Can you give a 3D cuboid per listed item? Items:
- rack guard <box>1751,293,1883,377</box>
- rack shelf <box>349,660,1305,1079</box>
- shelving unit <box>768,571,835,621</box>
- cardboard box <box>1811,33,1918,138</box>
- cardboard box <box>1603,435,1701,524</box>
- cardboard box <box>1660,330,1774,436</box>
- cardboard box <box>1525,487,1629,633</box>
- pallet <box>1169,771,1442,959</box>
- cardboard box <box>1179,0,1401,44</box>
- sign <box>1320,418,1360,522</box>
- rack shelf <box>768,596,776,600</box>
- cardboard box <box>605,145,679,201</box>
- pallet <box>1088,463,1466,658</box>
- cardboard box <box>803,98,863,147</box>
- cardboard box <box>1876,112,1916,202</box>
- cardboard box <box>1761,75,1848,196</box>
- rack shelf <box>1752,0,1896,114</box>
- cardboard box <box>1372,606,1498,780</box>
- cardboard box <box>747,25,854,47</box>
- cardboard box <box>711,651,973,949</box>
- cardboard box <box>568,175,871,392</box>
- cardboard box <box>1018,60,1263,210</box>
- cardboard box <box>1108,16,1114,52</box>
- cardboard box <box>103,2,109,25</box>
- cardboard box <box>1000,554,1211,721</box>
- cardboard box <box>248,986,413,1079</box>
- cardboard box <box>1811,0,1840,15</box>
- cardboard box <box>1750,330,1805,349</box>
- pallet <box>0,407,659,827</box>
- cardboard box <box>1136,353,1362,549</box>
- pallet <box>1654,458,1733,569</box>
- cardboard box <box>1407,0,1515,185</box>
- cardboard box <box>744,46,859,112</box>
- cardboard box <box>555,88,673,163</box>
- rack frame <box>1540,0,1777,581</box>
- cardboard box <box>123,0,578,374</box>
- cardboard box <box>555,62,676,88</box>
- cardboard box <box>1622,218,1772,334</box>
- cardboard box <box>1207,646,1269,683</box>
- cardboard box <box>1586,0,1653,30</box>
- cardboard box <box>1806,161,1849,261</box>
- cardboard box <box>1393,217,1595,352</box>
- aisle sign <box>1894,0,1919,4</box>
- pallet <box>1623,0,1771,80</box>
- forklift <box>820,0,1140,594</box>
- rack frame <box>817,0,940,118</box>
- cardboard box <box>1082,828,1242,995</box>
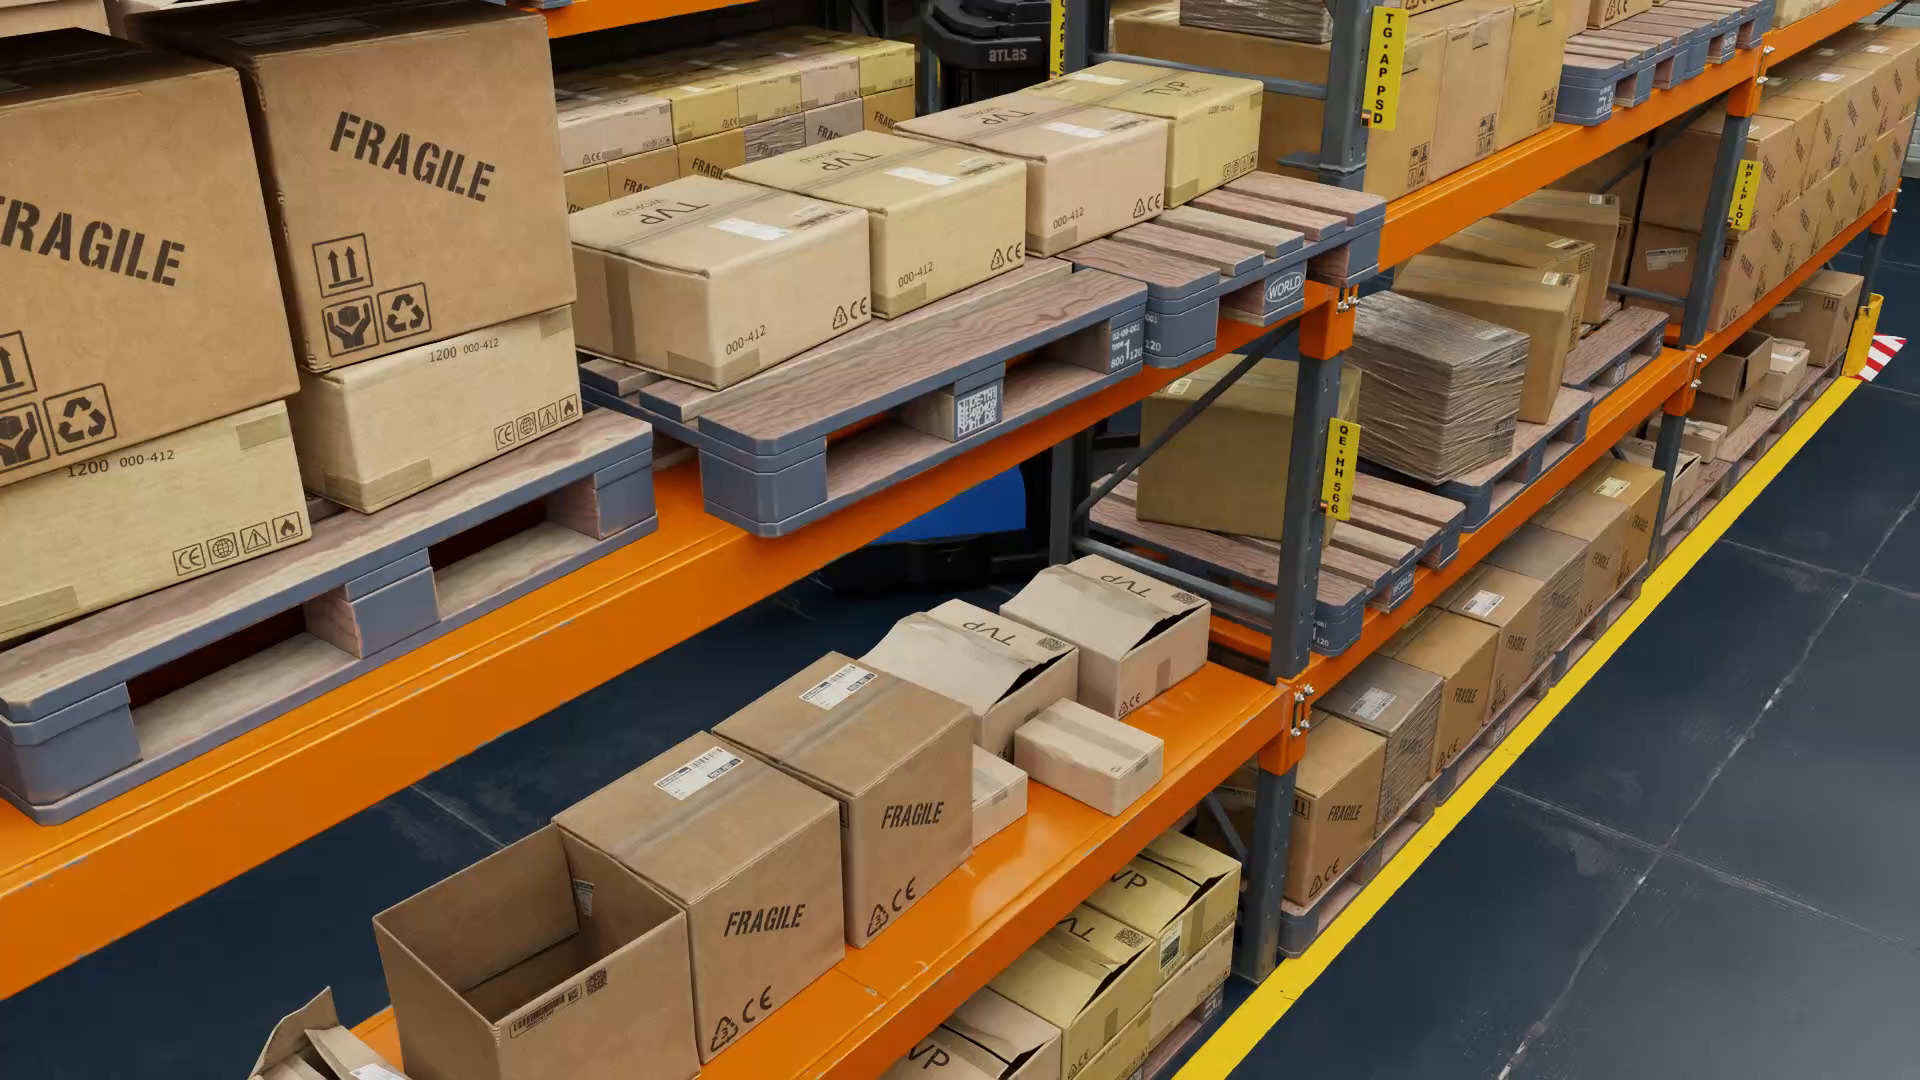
[{"bbox_3d":[5.784,-1.562,11.726,1.175,0.500,0.348,21,34,34],"label":"rack guard"},{"bbox_3d":[-0.528,1.166,4.515,1.077,0.370,4.000,21,34,34],"label":"rack shelf"},{"bbox_3d":[-1.151,0.038,8.173,1.200,0.189,0.258,31,7,-36],"label":"shelving unit"},{"bbox_3d":[5.441,-2.770,10.143,0.500,0.500,0.500,22,34,36],"label":"cardboard box"},{"bbox_3d":[3.722,-0.368,9.144,0.500,0.311,0.500,21,34,34],"label":"cardboard box"},{"bbox_3d":[4.480,-1.035,10.225,0.797,0.503,0.637,21,34,34],"label":"cardboard box"},{"bbox_3d":[2.875,0.065,8.101,0.500,0.500,0.500,21,34,35],"label":"cardboard box"},{"bbox_3d":[1.248,1.122,6.851,1.003,0.211,1.213,21,34,34],"label":"pallet"},{"bbox_3d":[1.027,-1.836,5.074,0.500,0.500,0.500,21,34,34],"label":"cardboard box"},{"bbox_3d":[1.175,-0.216,5.143,0.100,0.325,0.005,21,34,34],"label":"sign"},{"bbox_3d":[-0.955,0.157,8.342,0.103,0.180,0.258,31,7,-36],"label":"rack shelf"},{"bbox_3d":[-1.917,-1.951,9.302,0.500,0.500,0.500,21,34,34],"label":"cardboard box"},{"bbox_3d":[1.121,-0.038,6.269,1.213,0.211,1.003,21,34,34],"label":"pallet"},{"bbox_3d":[-0.952,-2.492,10.348,0.500,0.500,0.500,21,34,35],"label":"cardboard box"},{"bbox_3d":[5.758,-2.505,10.720,0.500,0.500,0.500,22,35,36],"label":"cardboard box"},{"bbox_3d":[4.460,-2.220,9.079,0.500,0.500,0.500,20,33,33],"label":"cardboard box"},{"bbox_3d":[4.561,-3.003,9.309,1.077,0.370,4.000,21,34,34],"label":"rack shelf"},{"bbox_3d":[1.906,0.610,7.047,0.500,0.500,0.500,20,34,34],"label":"cardboard box"},{"bbox_3d":[-1.030,-3.159,10.822,0.500,0.250,0.500,22,35,36],"label":"cardboard box"},{"bbox_3d":[-0.310,0.692,4.538,0.500,0.500,0.500,19,33,32],"label":"cardboard box"},{"bbox_3d":[-0.537,-0.557,3.504,0.500,0.250,0.500,18,32,30],"label":"cardboard box"},{"bbox_3d":[0.499,-1.138,4.626,0.500,0.250,0.500,18,32,31],"label":"cardboard box"},{"bbox_3d":[0.745,-3.566,12.553,0.980,0.700,0.700,19,33,32],"label":"cardboard box"},{"bbox_3d":[-3.716,-2.507,7.436,0.500,0.500,0.500,21,34,34],"label":"cardboard box"},{"bbox_3d":[0.479,0.293,5.516,0.500,0.311,0.500,23,35,37],"label":"cardboard box"},{"bbox_3d":[-1.383,1.250,3.716,0.396,0.266,0.258,20,33,33],"label":"cardboard box"},{"bbox_3d":[4.110,-2.823,8.341,0.500,0.250,0.500,21,34,34],"label":"cardboard box"},{"bbox_3d":[5.350,-1.254,11.015,0.380,0.166,0.250,21,34,34],"label":"cardboard box"},{"bbox_3d":[-1.249,-0.009,2.946,0.805,0.209,1.217,19,33,32],"label":"pallet"},{"bbox_3d":[1.058,-0.350,6.096,0.700,0.500,0.500,10,29,18],"label":"cardboard box"},{"bbox_3d":[3.726,-0.286,9.573,1.003,0.211,1.213,21,34,34],"label":"pallet"},{"bbox_3d":[1.320,-1.585,5.676,0.910,0.500,0.500,21,34,34],"label":"cardboard box"},{"bbox_3d":[-0.969,-2.827,10.180,0.500,0.250,0.500,22,34,35],"label":"cardboard box"},{"bbox_3d":[-1.937,-2.283,9.127,0.500,0.250,0.500,21,34,35],"label":"cardboard box"},{"bbox_3d":[3.288,-1.281,8.462,1.000,3.000,0.127,21,34,34],"label":"rack frame"},{"bbox_3d":[-1.033,-0.646,2.859,0.500,0.500,0.500,-25,36,-39],"label":"cardboard box"},{"bbox_3d":[-2.008,-2.609,9.758,0.500,0.250,0.500,20,33,33],"label":"cardboard box"},{"bbox_3d":[3.823,-1.427,8.634,0.500,0.500,0.500,22,34,36],"label":"cardboard box"},{"bbox_3d":[1.191,0.297,6.836,0.500,0.250,0.500,22,35,36],"label":"cardboard box"},{"bbox_3d":[2.504,-2.488,6.856,0.600,0.600,0.600,20,34,34],"label":"cardboard box"},{"bbox_3d":[4.788,-1.966,9.678,0.500,0.500,0.500,20,34,34],"label":"cardboard box"},{"bbox_3d":[2.426,-1.147,7.637,0.500,0.500,0.700,-22,35,-36],"label":"cardboard box"},{"bbox_3d":[6.113,-3.789,10.480,0.394,0.787,0.004,21,34,34],"label":"aisle sign"},{"bbox_3d":[2.820,-2.319,7.408,1.213,0.211,1.003,21,34,34],"label":"pallet"},{"bbox_3d":[0.674,-1.360,8.689,3.031,2.935,1.130,-6,28,-11],"label":"forklift"},{"bbox_3d":[-0.536,-2.728,11.258,1.000,3.000,0.127,21,34,34],"label":"rack frame"},{"bbox_3d":[0.601,1.180,5.629,0.500,0.311,0.500,22,34,36],"label":"cardboard box"}]
